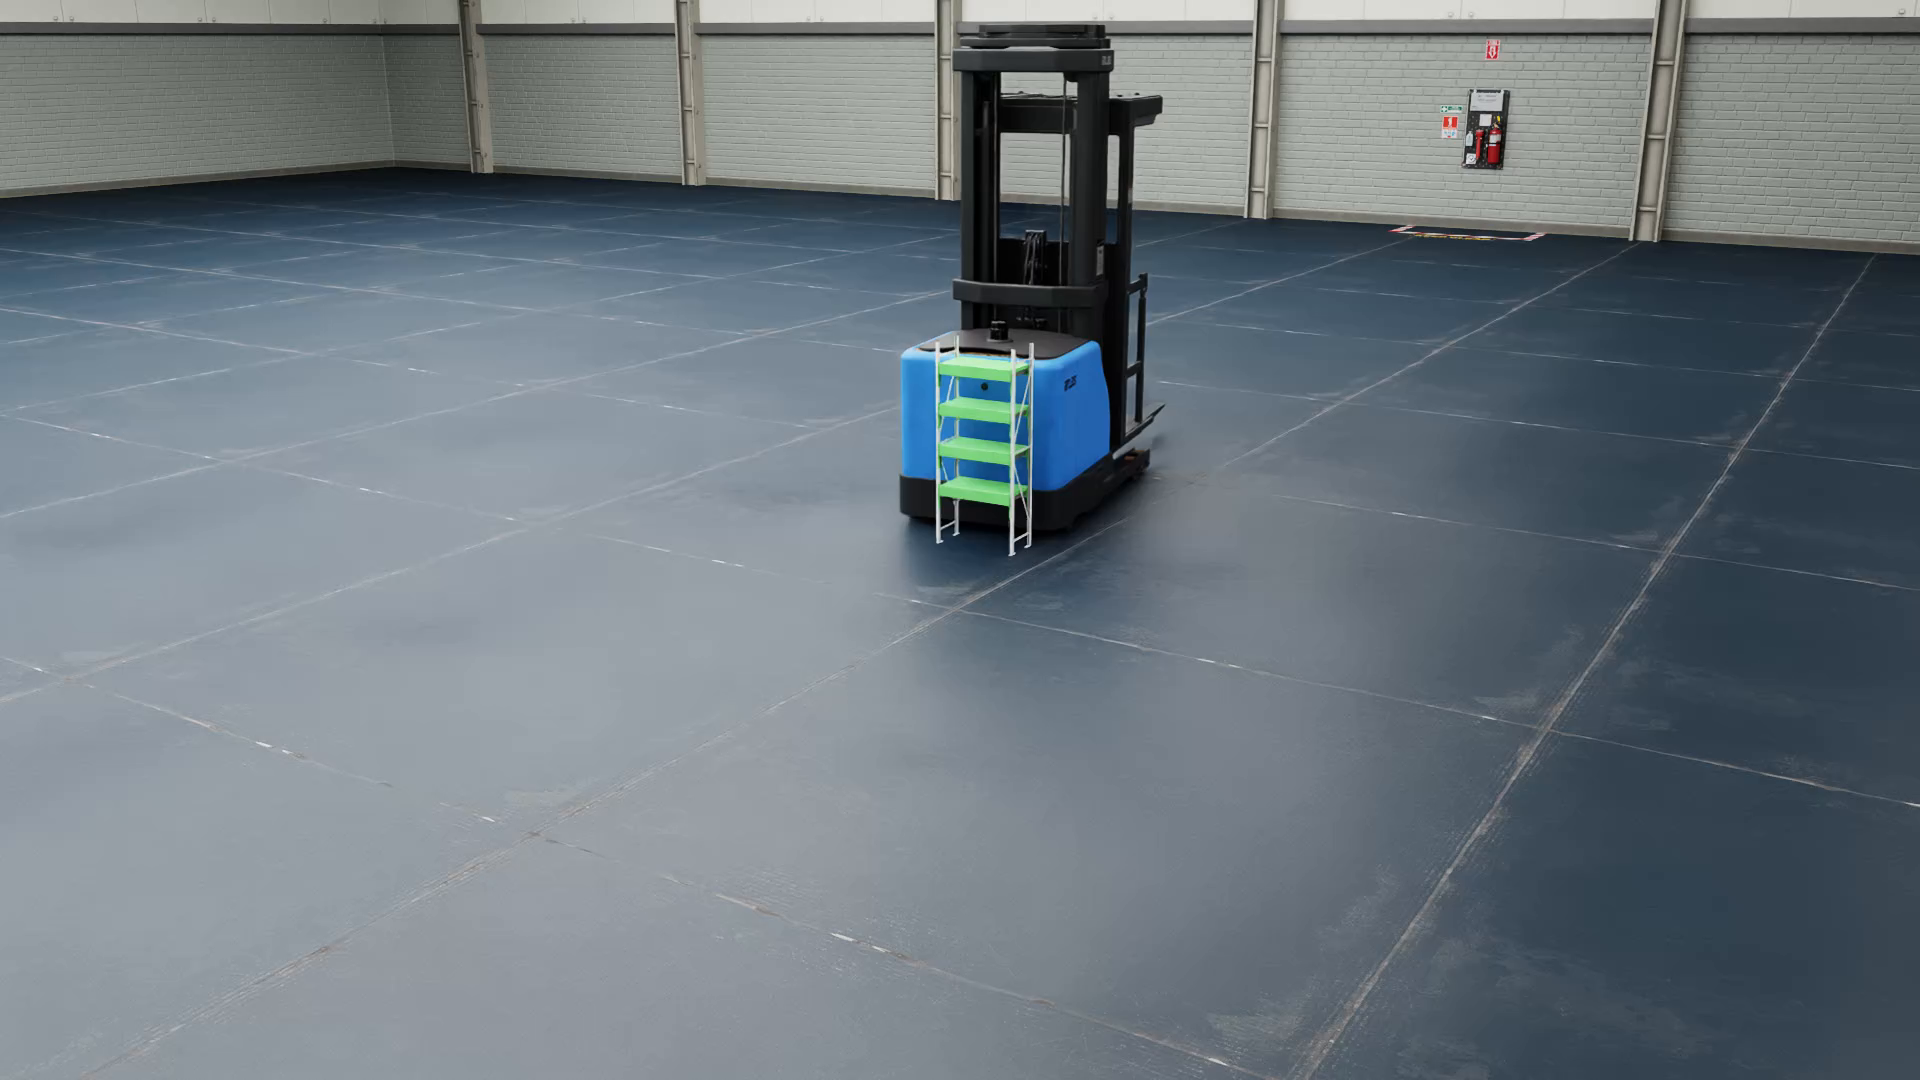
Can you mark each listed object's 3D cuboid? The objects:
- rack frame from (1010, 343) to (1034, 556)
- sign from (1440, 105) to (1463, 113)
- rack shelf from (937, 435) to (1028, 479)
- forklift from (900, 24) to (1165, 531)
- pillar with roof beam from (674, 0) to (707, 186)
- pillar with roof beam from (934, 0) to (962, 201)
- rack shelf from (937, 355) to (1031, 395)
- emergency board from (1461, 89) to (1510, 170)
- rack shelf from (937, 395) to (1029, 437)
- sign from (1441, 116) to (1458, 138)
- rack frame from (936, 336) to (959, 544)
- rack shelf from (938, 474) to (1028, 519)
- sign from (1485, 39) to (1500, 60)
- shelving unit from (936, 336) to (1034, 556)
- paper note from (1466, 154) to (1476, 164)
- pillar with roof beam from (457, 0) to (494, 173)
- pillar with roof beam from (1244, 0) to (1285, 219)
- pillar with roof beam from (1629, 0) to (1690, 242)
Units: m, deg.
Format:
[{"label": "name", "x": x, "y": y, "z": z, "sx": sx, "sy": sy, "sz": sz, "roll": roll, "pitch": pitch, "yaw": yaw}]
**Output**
[{"label": "rack frame", "x": 0.352, "y": -0.512, "z": 9.501, "sx": 0.015, "sy": 1.200, "sz": 0.240, "roll": 9, "pitch": 19, "yaw": 28}, {"label": "sign", "x": 7.516, "y": -6.586, "z": 25.429, "sx": 0.331, "sy": 0.109, "sz": 0.001, "roll": 10, "pitch": 20, "yaw": 30}, {"label": "rack shelf", "x": 0.139, "y": -0.485, "z": 9.634, "sx": 0.480, "sy": 0.148, "sz": 0.258, "roll": 9, "pitch": 19, "yaw": 28}, {"label": "forklift", "x": 0.655, "y": -1.844, "z": 10.910, "sx": 1.130, "sy": 2.935, "sz": 3.031, "roll": 7, "pitch": 18, "yaw": 21}, {"label": "pillar with roof beam", "x": -7.571, "y": -10.366, "z": 28.523, "sx": 0.400, "sy": 9.000, "sz": 9.100, "roll": 10, "pitch": 20, "yaw": 30}, {"label": "pillar with roof beam", "x": -2.458, "y": -9.453, "z": 25.519, "sx": 0.400, "sy": 9.000, "sz": 9.100, "roll": 10, "pitch": 20, "yaw": 30}, {"label": "rack shelf", "x": 0.139, "y": -0.944, "z": 9.494, "sx": 0.480, "sy": 0.148, "sz": 0.258, "roll": 9, "pitch": 19, "yaw": 28}, {"label": "emergency board", "x": 7.934, "y": -6.209, "z": 25.160, "sx": 0.643, "sy": 1.169, "sz": 0.194, "roll": 10, "pitch": 20, "yaw": 30}, {"label": "rack shelf", "x": 0.139, "y": -0.715, "z": 9.564, "sx": 0.480, "sy": 0.148, "sz": 0.258, "roll": 9, "pitch": 19, "yaw": 28}, {"label": "sign", "x": 7.517, "y": -6.336, "z": 25.516, "sx": 0.234, "sy": 0.329, "sz": 0.001, "roll": 10, "pitch": 20, "yaw": 30}, {"label": "rack frame", "x": -0.073, "y": -0.581, "z": 9.730, "sx": 0.015, "sy": 1.200, "sz": 0.240, "roll": 9, "pitch": 19, "yaw": 28}, {"label": "rack shelf", "x": 0.139, "y": -0.256, "z": 9.704, "sx": 0.480, "sy": 0.148, "sz": 0.258, "roll": 9, "pitch": 19, "yaw": 28}, {"label": "sign", "x": 7.980, "y": -7.344, "z": 24.909, "sx": 0.199, "sy": 0.298, "sz": 0.001, "roll": 10, "pitch": 20, "yaw": 30}, {"label": "shelving unit", "x": 0.139, "y": -0.546, "z": 9.615, "sx": 0.503, "sy": 1.200, "sz": 0.258, "roll": 9, "pitch": 19, "yaw": 28}, {"label": "paper note", "x": 7.820, "y": -5.831, "z": 25.433, "sx": 0.142, "sy": 0.148, "sz": 0.016, "roll": 10, "pitch": 20, "yaw": 30}, {"label": "pillar with roof beam", "x": -12.684, "y": -11.278, "z": 31.528, "sx": 0.400, "sy": 9.000, "sz": 9.100, "roll": 10, "pitch": 20, "yaw": 30}, {"label": "pillar with roof beam", "x": 2.654, "y": -8.540, "z": 22.514, "sx": 0.400, "sy": 9.000, "sz": 9.100, "roll": 10, "pitch": 20, "yaw": 30}, {"label": "pillar with roof beam", "x": 7.767, "y": -7.628, "z": 19.510, "sx": 0.400, "sy": 9.000, "sz": 9.100, "roll": 10, "pitch": 20, "yaw": 30}]
